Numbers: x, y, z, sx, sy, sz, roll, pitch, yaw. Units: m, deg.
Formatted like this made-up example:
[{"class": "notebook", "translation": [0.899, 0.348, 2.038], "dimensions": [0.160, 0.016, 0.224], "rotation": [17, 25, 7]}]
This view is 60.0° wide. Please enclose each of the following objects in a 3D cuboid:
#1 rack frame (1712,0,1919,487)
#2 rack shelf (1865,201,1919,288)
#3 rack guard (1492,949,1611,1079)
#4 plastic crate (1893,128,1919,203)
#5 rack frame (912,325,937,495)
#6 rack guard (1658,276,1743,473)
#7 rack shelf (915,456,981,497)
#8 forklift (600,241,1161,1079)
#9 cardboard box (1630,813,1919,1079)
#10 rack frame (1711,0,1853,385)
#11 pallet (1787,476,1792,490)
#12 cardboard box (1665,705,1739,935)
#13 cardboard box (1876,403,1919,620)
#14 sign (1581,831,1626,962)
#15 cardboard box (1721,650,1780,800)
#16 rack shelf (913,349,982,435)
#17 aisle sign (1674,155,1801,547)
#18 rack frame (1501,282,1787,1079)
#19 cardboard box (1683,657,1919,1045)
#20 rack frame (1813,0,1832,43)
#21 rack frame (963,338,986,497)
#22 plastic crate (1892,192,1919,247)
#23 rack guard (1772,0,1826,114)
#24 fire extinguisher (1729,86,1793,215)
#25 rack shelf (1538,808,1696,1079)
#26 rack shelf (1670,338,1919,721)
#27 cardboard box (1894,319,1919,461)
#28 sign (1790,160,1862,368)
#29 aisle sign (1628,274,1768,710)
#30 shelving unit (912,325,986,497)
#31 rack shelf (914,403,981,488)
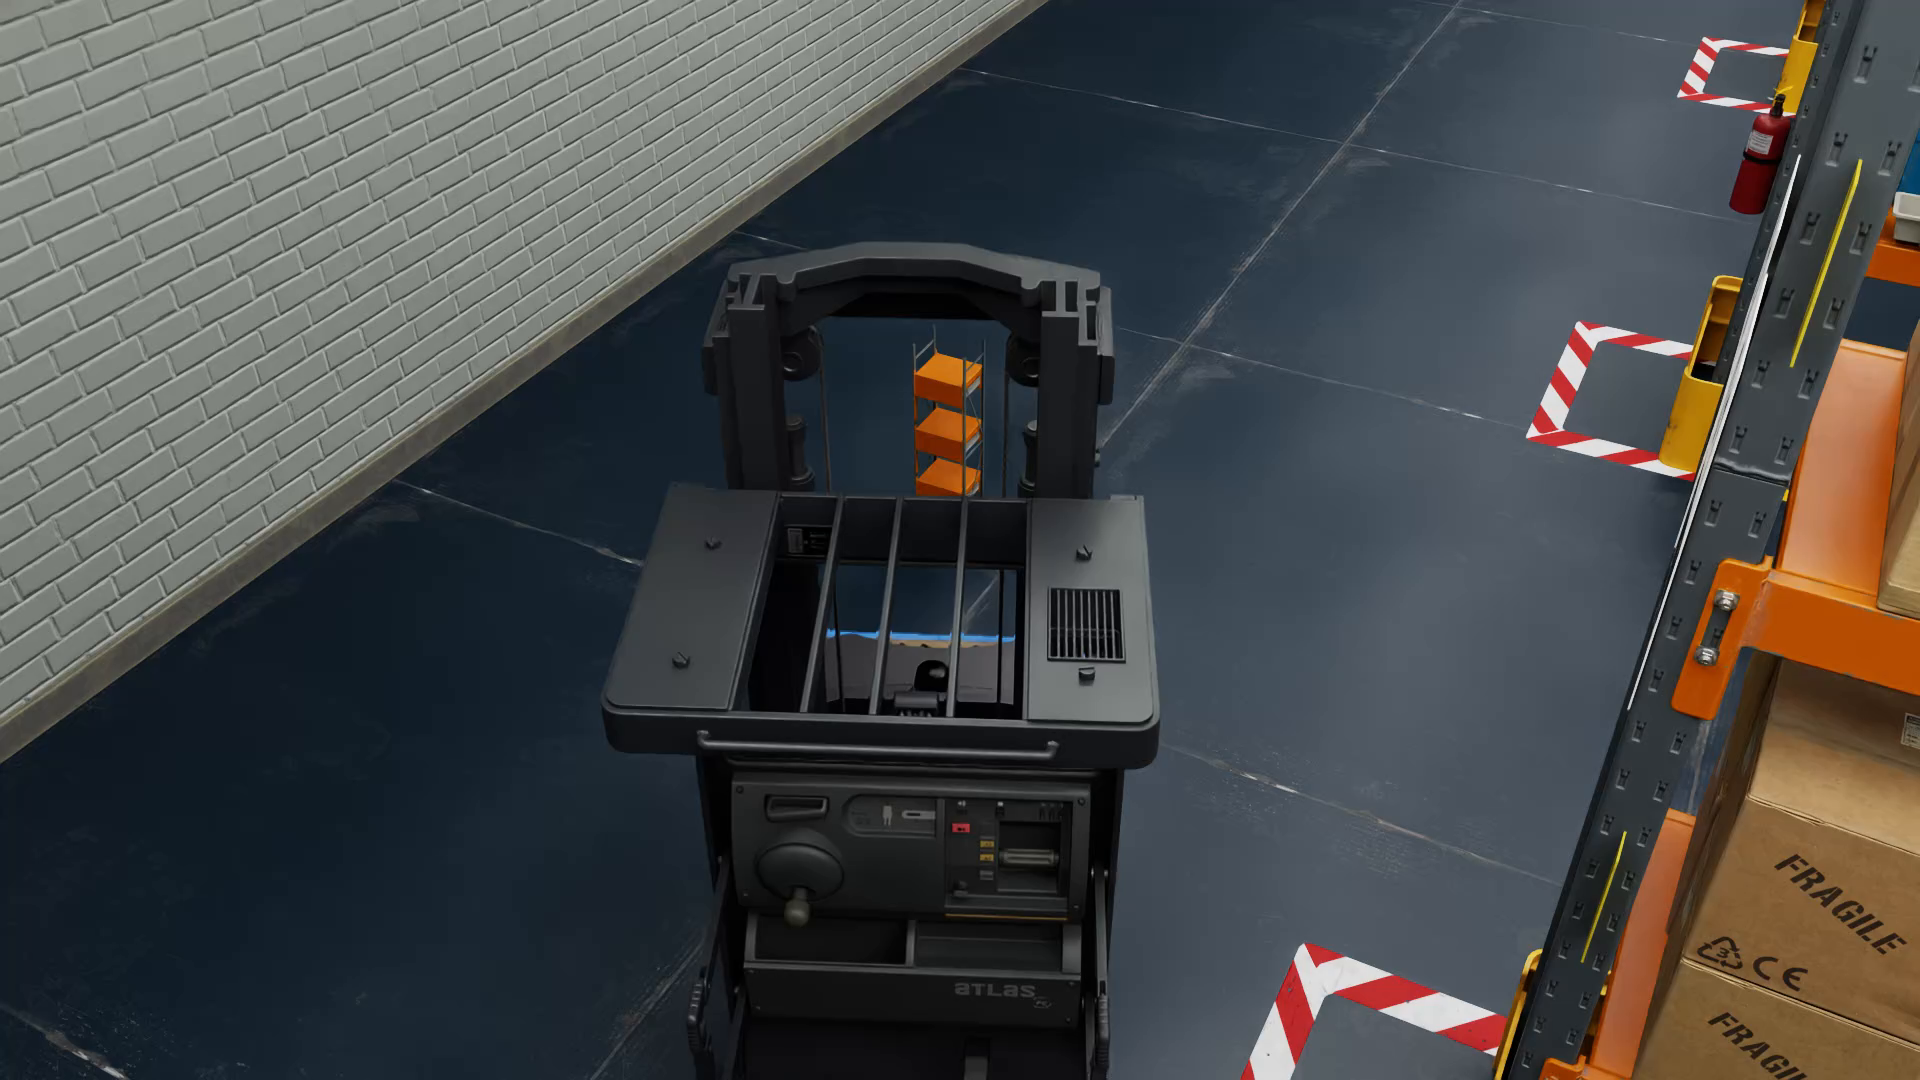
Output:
[{"class": "rack frame", "translation": [1.622, -1.573, 2.380], "dimensions": [0.127, 3.000, 1.000], "rotation": [17, 41, 21]}, {"class": "rack shelf", "translation": [5.680, -0.999, 7.181], "dimensions": [4.000, 0.370, 1.077], "rotation": [17, 41, 21]}, {"class": "rack guard", "translation": [1.690, 1.833, 4.922], "dimensions": [0.348, 0.500, 1.175], "rotation": [17, 41, 21]}, {"class": "plastic crate", "translation": [4.287, -1.887, 7.676], "dimensions": [0.499, 0.435, 0.616], "rotation": [17, 41, 21]}, {"class": "rack frame", "translation": [-0.156, -0.467, 7.497], "dimensions": [0.008, 1.050, 0.200], "rotation": [17, 41, 21]}, {"class": "rack guard", "translation": [3.876, -0.846, 8.451], "dimensions": [0.348, 0.500, 1.175], "rotation": [17, 41, 21]}, {"class": "rack shelf", "translation": [-0.047, -0.203, 7.627], "dimensions": [0.240, 0.259, 0.215], "rotation": [17, 41, 21]}, {"class": "forklift", "translation": [-0.138, 0.885, 4.160], "dimensions": [1.130, 2.935, 3.031], "rotation": [2, 37, 2]}, {"class": "cardboard box", "translation": [1.895, 1.041, 3.814], "dimensions": [0.500, 0.500, 0.500], "rotation": [18, 41, 22]}, {"class": "rack frame", "translation": [3.904, -1.842, 7.696], "dimensions": [0.127, 3.000, 1.000], "rotation": [17, 41, 21]}, {"class": "pallet", "translation": [4.618, -0.481, 8.209], "dimensions": [1.213, 0.211, 1.003], "rotation": [17, 41, 21]}, {"class": "cardboard box", "translation": [2.145, 0.755, 4.192], "dimensions": [0.500, 0.500, 0.500], "rotation": [19, 41, 23]}, {"class": "cardboard box", "translation": [1.962, -0.039, 2.964], "dimensions": [0.500, 0.250, 0.500], "rotation": [17, 41, 21]}, {"class": "sign", "translation": [1.373, 0.763, 3.548], "dimensions": [0.005, 0.325, 0.100], "rotation": [17, 41, 21]}, {"class": "cardboard box", "translation": [2.144, 0.354, 3.893], "dimensions": [0.500, 0.500, 0.500], "rotation": [17, 40, 21]}, {"class": "rack shelf", "translation": [-0.047, -0.651, 7.287], "dimensions": [0.240, 0.259, 0.215], "rotation": [17, 41, 21]}, {"class": "aisle sign", "translation": [1.703, -0.403, 3.649], "dimensions": [0.004, 0.787, 0.394], "rotation": [17, 41, 21]}, {"class": "rack frame", "translation": [1.622, 0.816, 4.194], "dimensions": [0.127, 3.000, 1.000], "rotation": [17, 41, 21]}, {"class": "cardboard box", "translation": [1.895, 0.643, 3.512], "dimensions": [0.500, 0.500, 0.500], "rotation": [19, 41, 23]}, {"class": "rack frame", "translation": [6.181, -4.501, 11.199], "dimensions": [0.127, 3.000, 1.000], "rotation": [17, 41, 21]}, {"class": "rack frame", "translation": [0.061, -0.399, 7.407], "dimensions": [0.008, 1.050, 0.200], "rotation": [17, 41, 21]}, {"class": "plastic crate", "translation": [4.218, -1.382, 7.258], "dimensions": [0.298, 0.136, 0.250], "rotation": [17, 41, 21]}, {"class": "rack guard", "translation": [6.160, -3.512, 11.964], "dimensions": [0.348, 0.500, 1.175], "rotation": [17, 41, 21]}, {"class": "fire extinguisher", "translation": [3.979, -1.949, 8.209], "dimensions": [0.183, 0.674, 0.296], "rotation": [17, 41, 21]}, {"class": "rack shelf", "translation": [3.398, 1.659, 3.679], "dimensions": [4.000, 0.370, 1.077], "rotation": [17, 41, 21]}, {"class": "rack shelf", "translation": [3.398, 0.464, 2.772], "dimensions": [4.000, 0.370, 1.077], "rotation": [17, 41, 21]}, {"class": "cardboard box", "translation": [2.200, -0.317, 3.330], "dimensions": [0.500, 0.250, 0.500], "rotation": [17, 41, 21]}, {"class": "sign", "translation": [1.373, -0.435, 2.639], "dimensions": [0.005, 0.325, 0.100], "rotation": [17, 41, 21]}, {"class": "aisle sign", "translation": [1.427, -0.081, 3.225], "dimensions": [0.004, 0.787, 0.394], "rotation": [17, 41, 21]}, {"class": "shelving unit", "translation": [-0.047, -0.433, 7.452], "dimensions": [0.252, 1.050, 0.215], "rotation": [17, 41, 21]}, {"class": "rack shelf", "translation": [-0.047, -0.425, 7.459], "dimensions": [0.240, 0.259, 0.215], "rotation": [17, 41, 21]}]
